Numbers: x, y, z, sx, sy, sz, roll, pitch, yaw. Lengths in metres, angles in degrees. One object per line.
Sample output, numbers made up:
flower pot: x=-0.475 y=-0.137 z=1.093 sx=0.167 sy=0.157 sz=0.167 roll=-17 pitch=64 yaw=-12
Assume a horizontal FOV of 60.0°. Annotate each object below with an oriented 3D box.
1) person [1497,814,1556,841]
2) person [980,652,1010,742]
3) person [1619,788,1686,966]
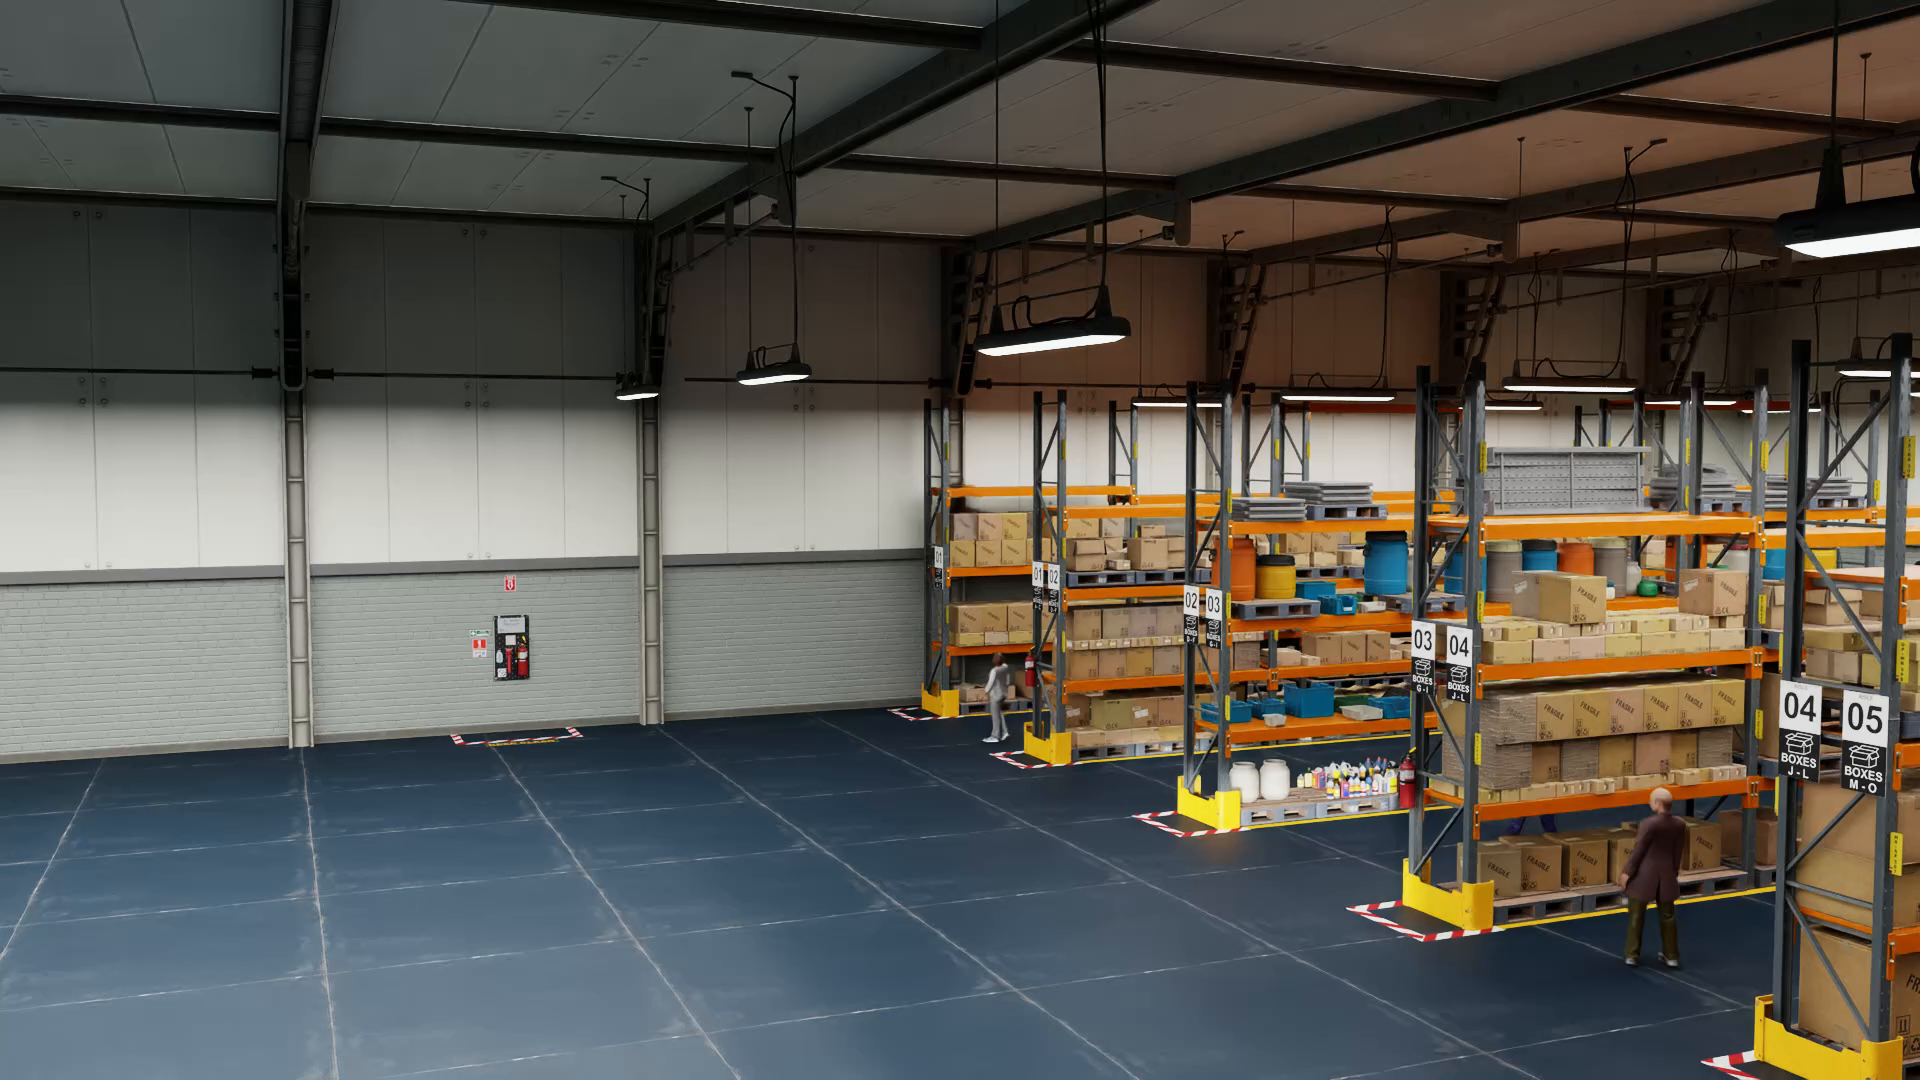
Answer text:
person: x=7.349 y=3.091 z=21.489 sx=0.730 sy=1.645 sz=0.546 roll=1 pitch=4 yaw=21
person: x=0.623 y=2.693 z=28.592 sx=0.466 sy=1.583 sz=0.524 roll=2 pitch=4 yaw=35
person: x=6.811 y=3.313 z=16.422 sx=0.634 sy=1.782 sz=0.511 roll=0 pitch=3 yaw=-5
